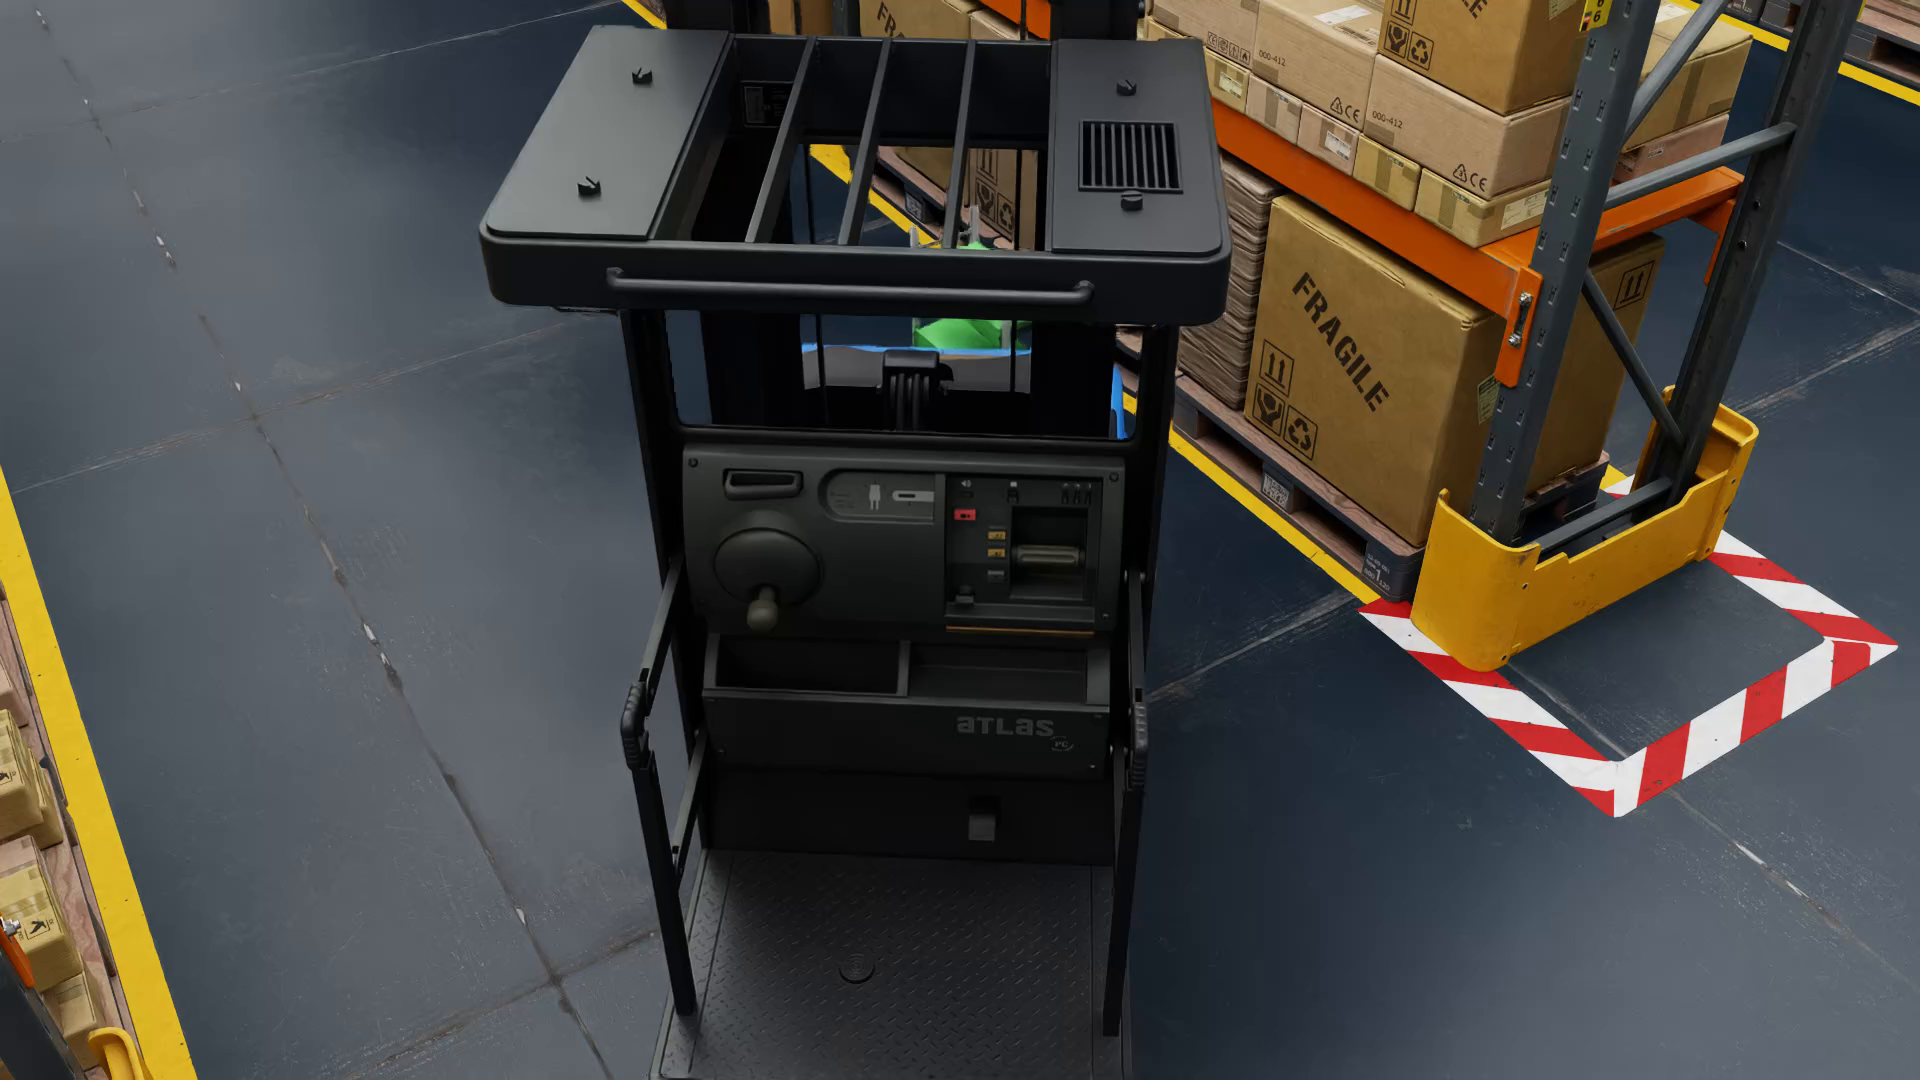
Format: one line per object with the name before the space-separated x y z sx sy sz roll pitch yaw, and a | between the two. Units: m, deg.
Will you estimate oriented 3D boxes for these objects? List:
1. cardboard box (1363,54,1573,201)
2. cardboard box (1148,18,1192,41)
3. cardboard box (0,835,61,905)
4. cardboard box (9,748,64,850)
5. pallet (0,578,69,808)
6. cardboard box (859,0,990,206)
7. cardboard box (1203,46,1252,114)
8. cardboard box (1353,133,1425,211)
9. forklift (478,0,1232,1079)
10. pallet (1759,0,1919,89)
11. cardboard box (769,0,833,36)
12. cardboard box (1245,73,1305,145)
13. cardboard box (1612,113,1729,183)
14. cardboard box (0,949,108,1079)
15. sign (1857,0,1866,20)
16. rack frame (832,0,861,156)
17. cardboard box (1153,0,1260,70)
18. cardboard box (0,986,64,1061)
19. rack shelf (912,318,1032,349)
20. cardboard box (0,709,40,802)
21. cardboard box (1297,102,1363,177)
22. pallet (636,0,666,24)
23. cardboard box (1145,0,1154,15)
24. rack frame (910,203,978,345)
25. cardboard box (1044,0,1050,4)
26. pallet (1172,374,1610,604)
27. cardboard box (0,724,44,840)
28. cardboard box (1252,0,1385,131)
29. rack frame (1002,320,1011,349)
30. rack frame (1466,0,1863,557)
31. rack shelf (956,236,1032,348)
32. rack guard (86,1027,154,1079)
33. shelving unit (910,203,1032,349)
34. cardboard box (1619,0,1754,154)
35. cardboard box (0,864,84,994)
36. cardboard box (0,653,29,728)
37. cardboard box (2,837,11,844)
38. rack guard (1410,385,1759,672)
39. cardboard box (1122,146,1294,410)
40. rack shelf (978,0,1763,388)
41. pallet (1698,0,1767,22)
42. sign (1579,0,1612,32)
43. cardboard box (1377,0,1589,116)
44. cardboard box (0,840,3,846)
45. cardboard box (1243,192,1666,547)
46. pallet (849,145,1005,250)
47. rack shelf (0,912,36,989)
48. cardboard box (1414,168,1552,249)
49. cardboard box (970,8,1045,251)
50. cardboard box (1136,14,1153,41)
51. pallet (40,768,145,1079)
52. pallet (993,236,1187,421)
cardboard box | 1.535 -1.252 4.794 0.500 0.250 0.500 -23 45 -25
cardboard box | 0.860 -1.698 5.641 0.380 0.149 0.250 -22 45 -24
cardboard box | -2.382 0.909 3.983 0.380 0.149 0.250 -22 45 -25
cardboard box | -2.623 0.748 4.408 0.380 0.149 0.250 -22 44 -24
pallet | -3.316 0.549 4.926 1.003 0.211 1.213 -22 45 -24
cardboard box | 0.156 -2.145 7.313 0.875 0.875 0.875 -22 45 -24
cardboard box | 1.000 -1.558 5.473 0.380 0.149 0.250 -23 45 -25
cardboard box | 1.409 -1.147 4.980 0.380 0.149 0.250 -22 44 -24
forklift | -0.132 0.086 3.358 1.130 2.935 3.031 2 40 3
pallet | 5.133 -2.775 8.915 1.003 0.211 1.213 -22 45 -24
cardboard box | -0.492 -2.868 8.180 1.225 0.875 0.875 -22 45 -24
cardboard box | 1.141 -1.419 5.306 0.380 0.149 0.250 -21 44 -24
cardboard box | 2.107 -1.234 5.084 0.380 0.149 0.250 -22 44 -24
cardboard box | -2.228 1.169 3.903 0.380 0.149 0.250 -21 44 -24
sign | 2.491 -1.576 4.560 0.100 0.325 0.005 -22 45 -24
rack frame | -0.131 -3.184 7.228 1.000 3.000 0.127 -22 45 -24
cardboard box | 0.989 -1.801 5.452 0.500 0.250 0.500 -24 45 -26
cardboard box | -2.282 1.076 3.782 0.380 0.149 0.250 -20 44 -23
rack shelf | 0.087 -0.538 5.183 0.258 0.148 0.480 -23 45 -25
cardboard box | -2.634 0.631 4.316 0.380 0.149 0.250 -21 44 -23
cardboard box | 1.275 -1.284 5.144 0.380 0.149 0.250 -22 45 -24
pallet | -1.270 -3.162 9.380 1.003 0.211 1.213 -22 45 -24
cardboard box | 0.706 -2.080 5.788 0.500 0.250 0.500 -22 45 -24
rack frame | -0.048 -0.532 5.451 0.240 1.200 0.015 -23 45 -25
cardboard box | 0.445 -2.114 6.140 0.380 0.149 0.250 -22 44 -24
pallet | 1.524 -0.358 6.015 1.003 0.211 1.213 -22 45 -24
cardboard box | -2.489 0.646 4.066 0.380 0.149 0.250 -22 45 -25
cardboard box | 1.263 -1.526 5.123 0.500 0.250 0.500 -23 45 -25
rack frame | 0.223 -0.272 5.140 0.240 1.200 0.015 -23 45 -25
rack frame | 2.020 -1.025 4.637 1.000 3.000 0.127 -22 45 -24
rack shelf | 0.087 -0.722 5.029 0.258 0.148 0.480 -23 45 -25
rack guard | -2.257 1.547 3.503 1.175 0.500 0.348 -22 45 -24
shelving unit | 0.087 -0.402 5.296 0.258 1.200 0.503 -23 45 -25
cardboard box | 1.989 -1.434 5.012 0.500 0.250 0.500 -23 45 -25
cardboard box | -2.212 0.933 3.721 0.380 0.149 0.250 -24 46 -26
cardboard box | -2.901 0.479 4.731 0.380 0.149 0.250 -24 46 -26
cardboard box | -2.578 0.924 4.197 0.380 0.149 0.250 -22 44 -24
rack guard | 2.033 -0.052 5.422 1.175 0.500 0.348 -22 45 -24
cardboard box | 1.119 -1.179 6.154 0.875 0.875 0.875 -22 45 -24
rack shelf | 0.944 -1.828 6.163 1.077 0.370 4.000 -22 45 -24
pallet | 4.473 -3.434 9.706 1.003 0.211 1.213 -22 45 -24
sign | 1.555 -1.382 3.975 0.100 0.325 0.005 -22 45 -24
cardboard box | 1.536 -1.542 4.557 0.500 0.500 0.500 -22 44 -24
cardboard box | -2.588 0.807 4.105 0.380 0.149 0.250 -22 44 -24
cardboard box | 1.608 -0.688 5.564 0.875 0.875 0.875 -22 45 -24
pallet | 0.212 -1.675 7.596 1.003 0.211 1.213 -22 45 -24
rack shelf | -3.292 -0.175 4.179 1.077 0.370 4.000 -22 45 -24
cardboard box | 1.551 -1.007 4.812 0.380 0.149 0.250 -21 44 -24
cardboard box | 0.640 -1.660 6.730 0.875 0.875 0.875 -22 45 -24
cardboard box | 0.729 -1.833 5.802 0.380 0.149 0.250 -21 44 -24
pallet | -2.665 1.207 4.136 1.003 0.211 1.213 -22 45 -24
pallet | 0.872 -1.016 6.805 1.003 0.211 1.213 -22 45 -24
